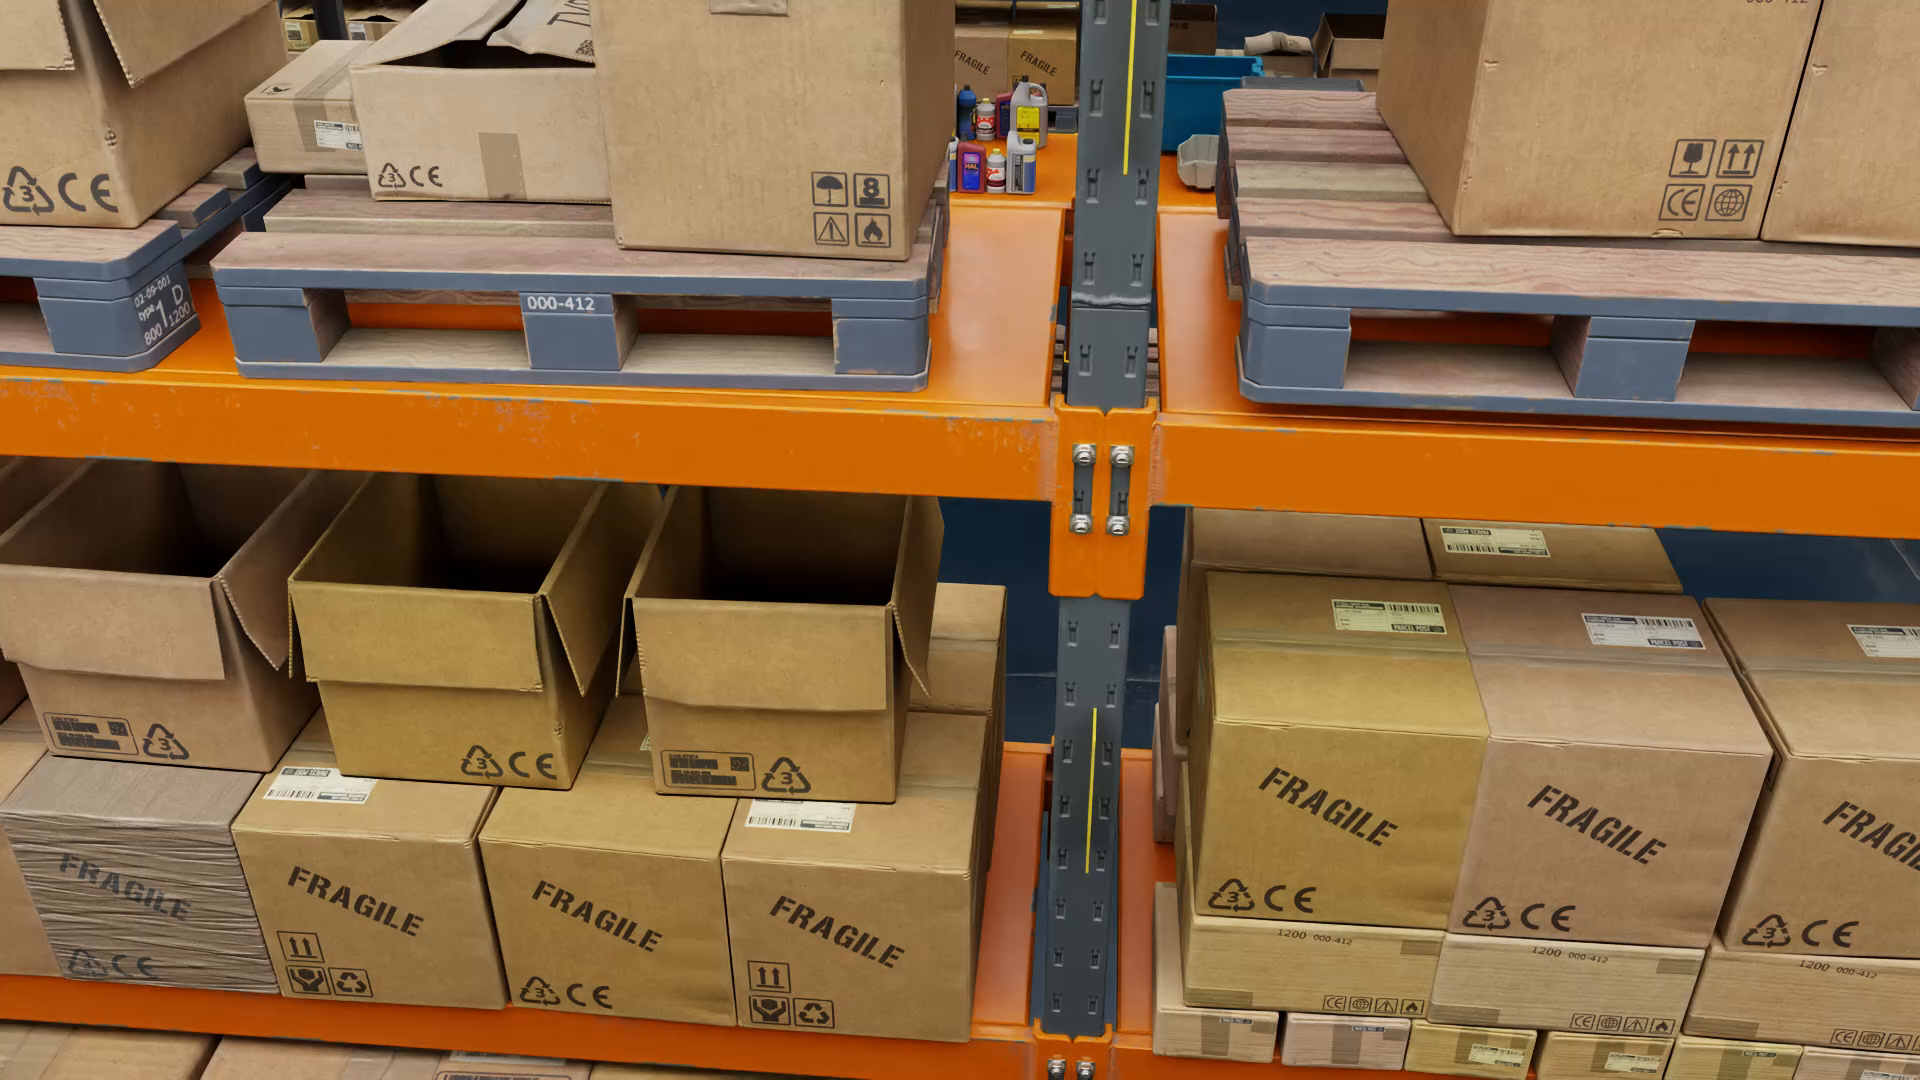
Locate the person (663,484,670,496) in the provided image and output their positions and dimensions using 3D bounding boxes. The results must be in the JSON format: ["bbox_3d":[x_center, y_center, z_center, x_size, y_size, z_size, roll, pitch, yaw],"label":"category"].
[{"bbox_3d":[-1.070,-0.332,6.670,0.389,1.709,0.457,11,34,17],"label":"person"}]
